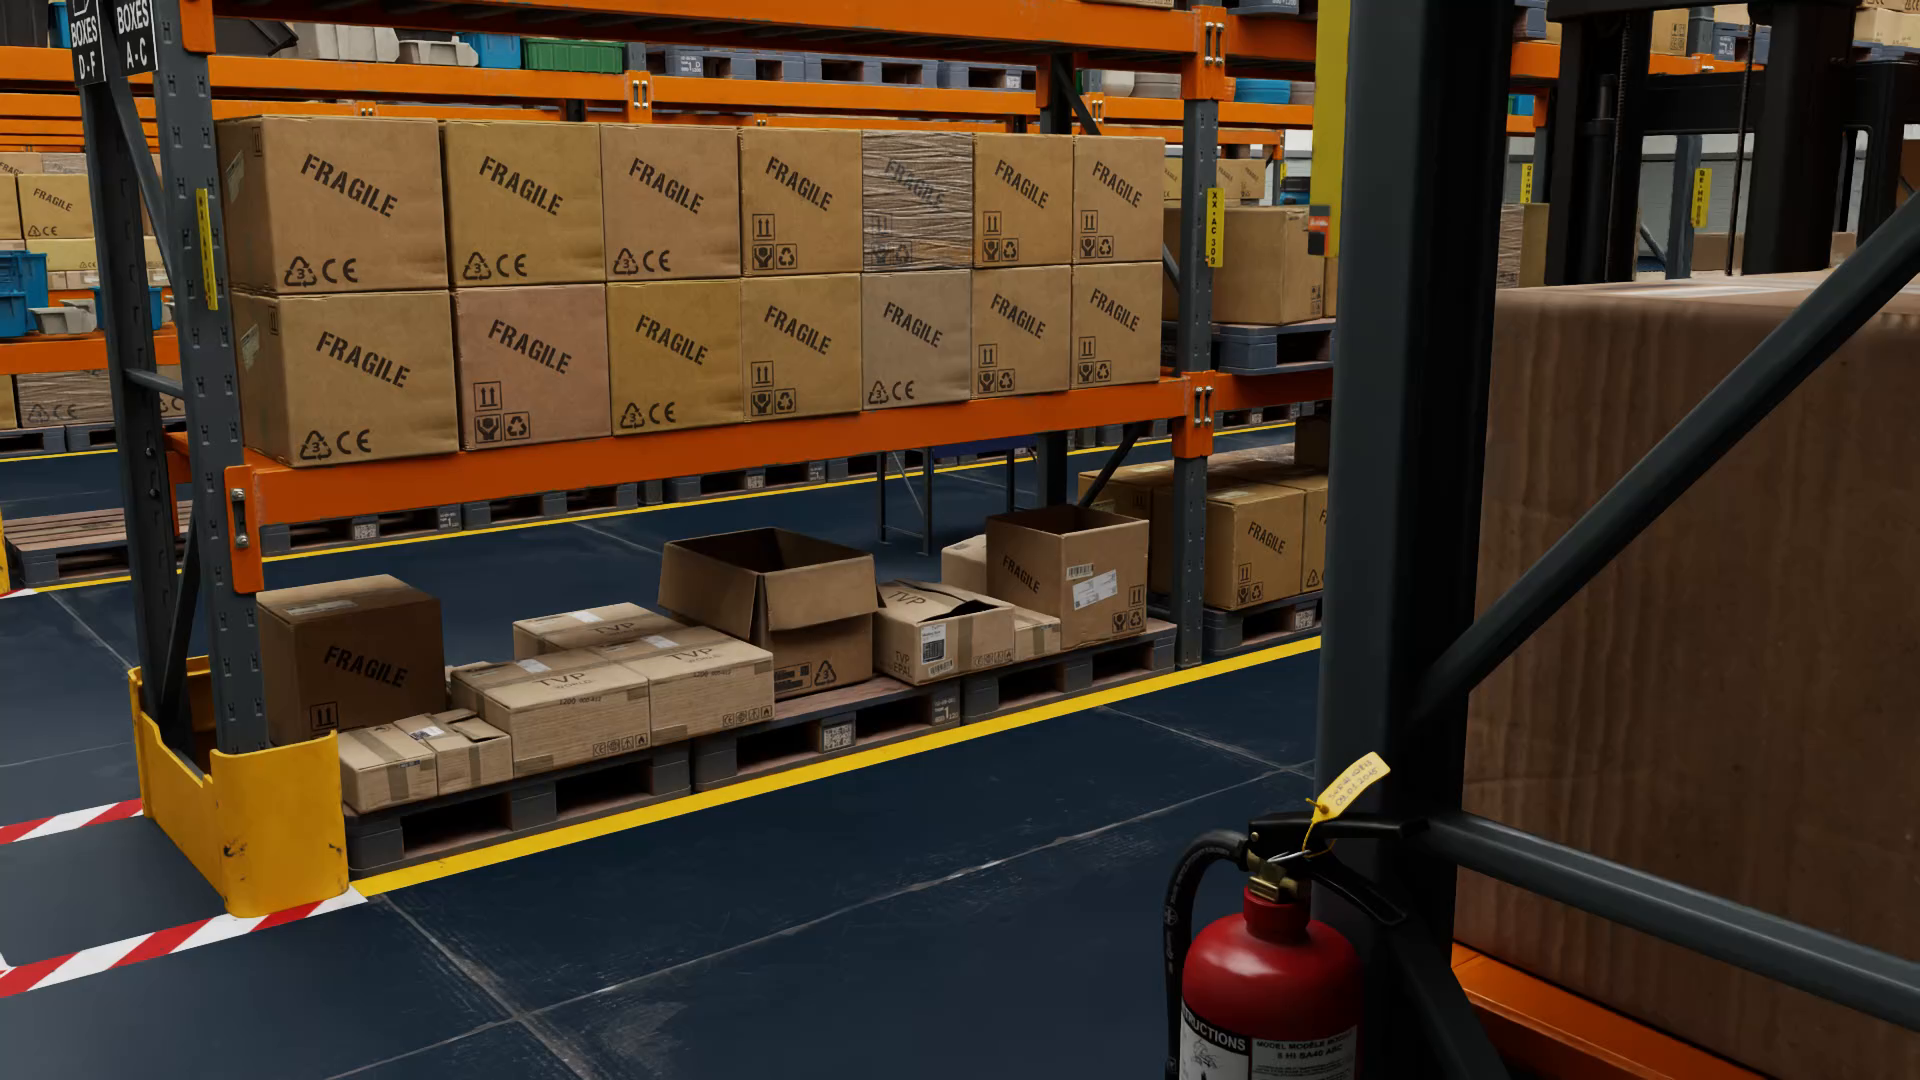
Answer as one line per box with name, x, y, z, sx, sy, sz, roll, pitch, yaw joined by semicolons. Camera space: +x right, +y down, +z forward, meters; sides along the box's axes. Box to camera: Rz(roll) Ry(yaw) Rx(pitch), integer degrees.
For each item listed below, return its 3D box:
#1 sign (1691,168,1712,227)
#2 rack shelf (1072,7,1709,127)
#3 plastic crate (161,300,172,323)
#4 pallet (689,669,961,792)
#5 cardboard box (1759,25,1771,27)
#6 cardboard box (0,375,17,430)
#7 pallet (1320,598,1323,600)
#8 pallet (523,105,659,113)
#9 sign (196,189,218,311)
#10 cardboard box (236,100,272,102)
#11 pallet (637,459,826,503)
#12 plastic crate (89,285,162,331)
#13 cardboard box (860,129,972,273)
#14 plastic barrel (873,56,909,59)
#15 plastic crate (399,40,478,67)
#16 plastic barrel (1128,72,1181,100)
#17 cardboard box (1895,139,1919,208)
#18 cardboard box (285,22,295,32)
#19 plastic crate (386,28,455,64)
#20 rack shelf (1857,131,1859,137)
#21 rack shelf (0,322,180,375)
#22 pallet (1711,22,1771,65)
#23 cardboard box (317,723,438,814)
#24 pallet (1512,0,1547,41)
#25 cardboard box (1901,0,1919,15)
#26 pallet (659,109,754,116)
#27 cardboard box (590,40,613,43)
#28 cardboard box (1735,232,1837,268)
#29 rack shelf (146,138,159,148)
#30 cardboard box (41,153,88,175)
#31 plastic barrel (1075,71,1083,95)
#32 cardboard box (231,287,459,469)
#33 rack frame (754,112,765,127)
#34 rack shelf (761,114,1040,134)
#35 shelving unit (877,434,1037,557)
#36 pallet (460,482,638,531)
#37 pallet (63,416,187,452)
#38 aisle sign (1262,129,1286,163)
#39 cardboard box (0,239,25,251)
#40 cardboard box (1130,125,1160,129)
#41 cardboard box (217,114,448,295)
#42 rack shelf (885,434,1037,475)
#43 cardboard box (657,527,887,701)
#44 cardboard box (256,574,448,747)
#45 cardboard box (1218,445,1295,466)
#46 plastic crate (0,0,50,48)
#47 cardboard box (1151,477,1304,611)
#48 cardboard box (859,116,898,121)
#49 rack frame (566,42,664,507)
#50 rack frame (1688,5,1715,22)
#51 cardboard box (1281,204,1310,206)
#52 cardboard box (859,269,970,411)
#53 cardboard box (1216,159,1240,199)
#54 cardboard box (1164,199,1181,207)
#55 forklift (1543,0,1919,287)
sign;4.194;-1.937;9.416;0.005;0.325;0.100;-9;15;-38
rack shelf;2.286;-2.352;8.478;4.000;0.370;1.077;-9;15;-38
plastic crate;-4.731;-1.333;9.658;0.243;0.136;0.396;-9;15;-38
pallet;-0.765;0.635;6.614;1.213;0.211;1.003;-9;15;-38
cardboard box;5.019;-3.307;10.593;0.500;0.250;0.500;-10;15;-39
cardboard box;-8.135;-1.327;13.247;0.875;0.875;0.875;-9;15;-38
pallet;2.289;0.116;9.058;1.213;0.211;1.003;-9;15;-38
pallet;-3.679;-4.240;16.095;1.213;0.211;1.003;-9;15;-35
sign;-2.060;-0.793;4.544;0.005;0.325;0.100;-9;15;-38
cardboard box;-8.116;-5.155;18.694;0.500;0.500;0.700;-9;15;-38
pallet;-1.738;-0.510;12.008;1.213;0.211;1.003;-9;15;-38
plastic crate;-4.578;-1.273;9.147;0.300;0.233;0.416;-9;15;-38
cardboard box;-0.300;-1.275;6.249;0.500;0.500;0.500;-9;15;-37
plastic barrel;-0.534;-3.785;12.155;0.433;0.535;0.433;0;12;0
plastic crate;-3.122;-2.892;9.927;0.466;0.136;0.293;-9;15;-38
plastic barrel;1.533;-4.084;13.695;0.600;0.901;0.600;0;12;0
cardboard box;7.314;-2.757;12.512;0.500;0.500;0.700;-9;15;-37
cardboard box;-6.035;-4.243;14.162;0.500;0.500;0.700;-11;16;-41
plastic crate;-3.508;-3.068;10.431;0.590;0.269;0.497;-9;15;-38
rack shelf;8.533;-3.390;13.367;4.000;0.370;1.077;-9;15;-38
rack shelf;-3.929;-1.169;10.131;4.000;0.370;1.077;-9;15;-38
pallet;4.322;-2.973;10.128;1.003;0.211;1.213;-9;15;-35
cardboard box;-1.857;0.723;5.292;0.250;0.149;0.380;-9;15;-38
pallet;2.086;-2.561;8.182;1.003;0.211;1.213;-9;15;-38
cardboard box;6.465;-3.908;11.617;0.500;0.500;0.500;-9;15;-37
pallet;-2.807;-4.386;16.780;1.003;0.211;1.213;-9;15;-35
cardboard box;-3.388;-4.608;16.118;0.500;0.500;0.500;-8;15;-35
cardboard box;5.559;-1.834;11.286;0.500;0.500;0.500;-9;15;-38
rack shelf;-10.090;-5.566;23.617;4.000;0.370;1.077;-9;15;-38
cardboard box;-9.488;-3.848;17.651;0.500;0.500;0.500;-9;15;-36
plastic barrel;0.917;-3.732;13.617;0.294;0.245;0.294;0;12;0
cardboard box;-1.888;-0.522;5.108;0.500;0.500;0.500;-9;15;-36
rack frame;-2.338;-3.103;17.506;0.127;3.000;1.000;-9;15;-38
rack shelf;-0.776;-4.478;18.491;4.000;0.370;1.077;-9;15;-38
shelving unit;0.067;-0.745;10.010;1.048;1.500;0.538;-9;15;-38
pallet;-2.917;-0.315;11.089;1.213;0.211;1.003;-9;15;-38
pallet;-7.057;-0.975;14.197;1.213;0.211;1.003;-9;15;-38
aisle sign;4.145;-5.372;21.934;0.004;0.787;0.394;-9;15;-38
cardboard box;-7.639;-2.224;13.012;0.500;0.250;0.500;-10;15;-38
cardboard box;2.102;-5.165;20.357;0.500;0.250;0.500;-10;16;-40
cardboard box;-1.888;-1.011;5.004;0.500;0.500;0.500;-9;15;-36
rack shelf;0.067;-0.569;10.047;1.000;0.185;0.538;-9;15;-38
cardboard box;-0.739;0.274;6.554;0.637;0.503;0.797;-9;15;-38
cardboard box;-2.128;0.439;5.783;0.500;0.500;0.500;-9;15;-38
cardboard box;1.714;-0.208;8.829;0.500;0.500;0.500;-9;15;-37
plastic crate;-5.015;-2.670;8.559;0.590;0.269;0.497;-9;15;-38
cardboard box;1.255;0.007;7.816;0.500;0.500;0.500;-10;16;-40
cardboard box;-1.015;-4.652;17.938;0.500;0.250;0.500;-9;15;-36
rack frame;-2.367;-1.781;11.279;0.127;3.000;1.000;-9;15;-38
rack frame;3.848;-4.431;9.314;0.127;3.000;1.000;-9;15;-38
cardboard box;2.066;-1.471;8.566;0.700;0.500;0.500;9;15;36
cardboard box;-0.307;-0.785;6.349;0.500;0.500;0.500;-9;15;-36
cardboard box;3.247;-4.648;21.415;0.500;0.500;0.500;-9;15;-38
cardboard box;2.332;-4.064;21.072;0.500;0.500;0.875;-9;15;-38
forklift;2.895;-0.646;6.101;3.031;2.935;1.130;-9;15;-36
